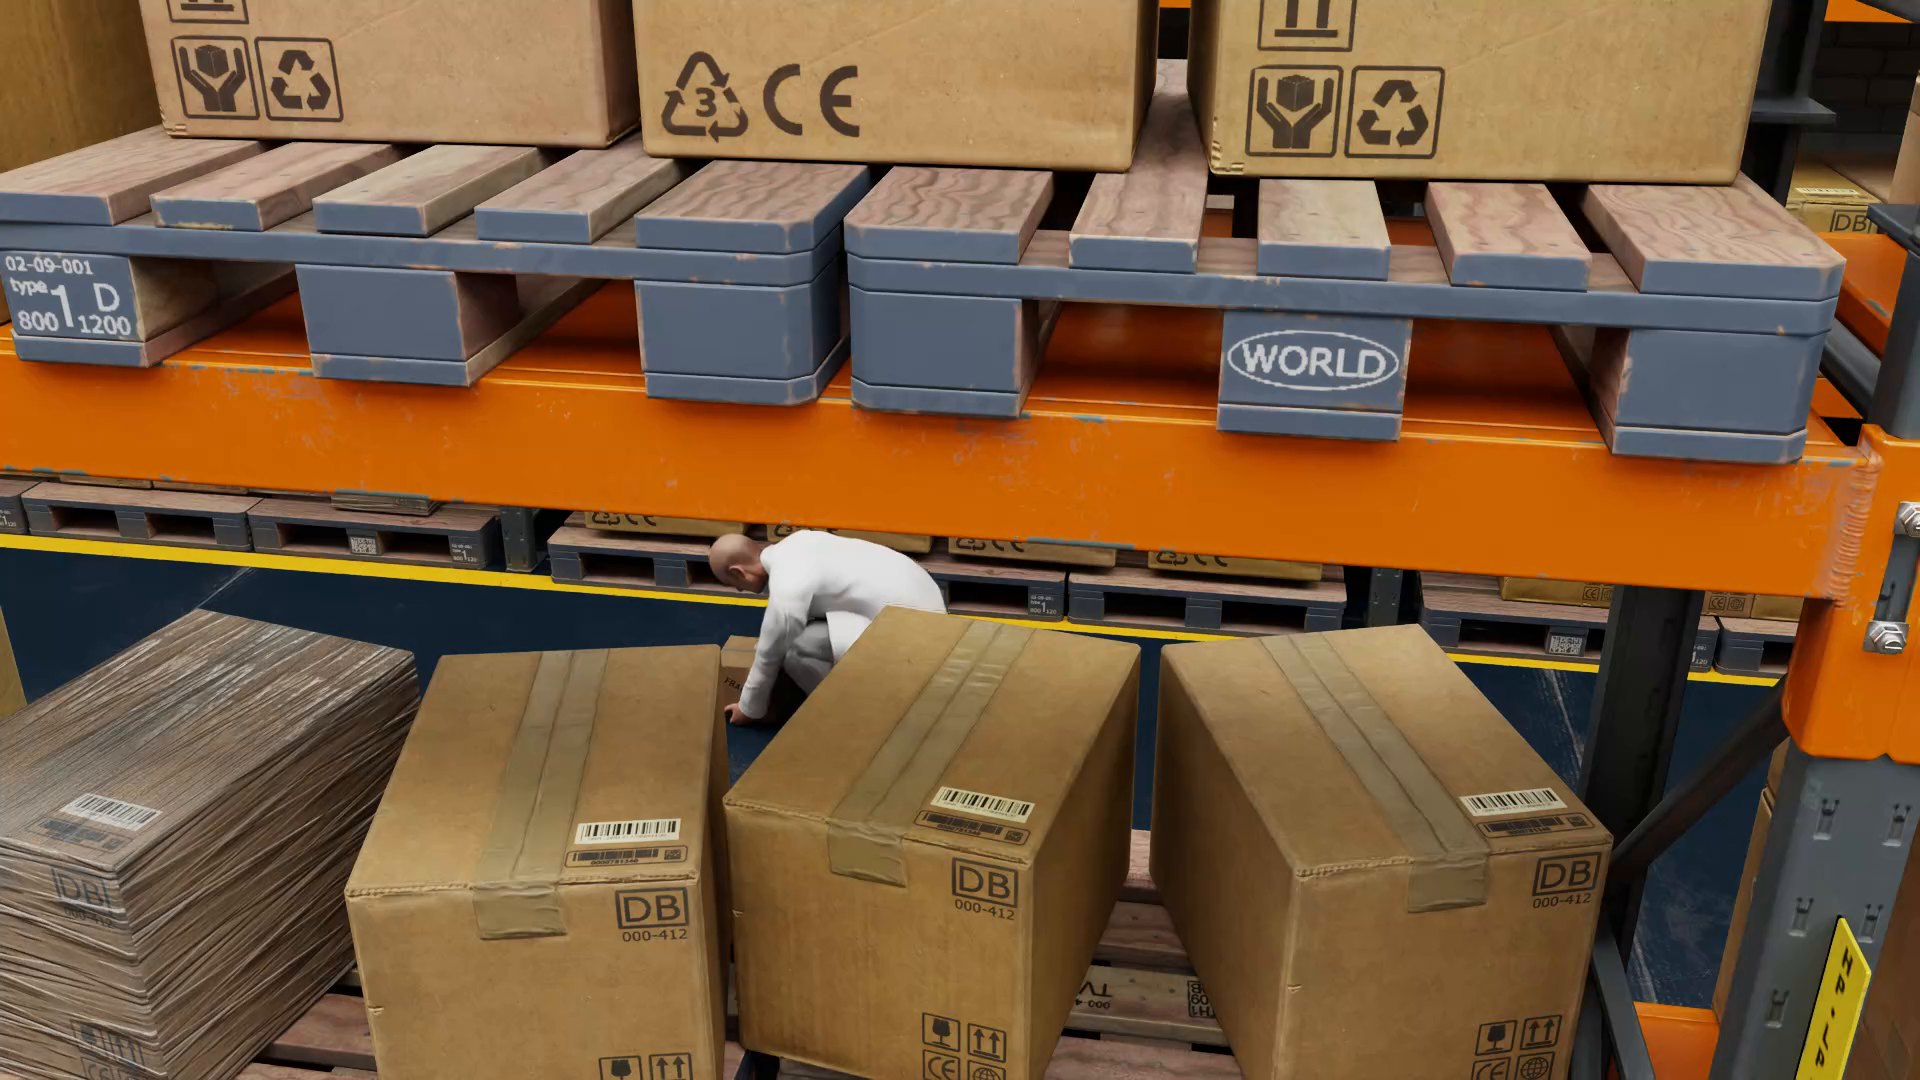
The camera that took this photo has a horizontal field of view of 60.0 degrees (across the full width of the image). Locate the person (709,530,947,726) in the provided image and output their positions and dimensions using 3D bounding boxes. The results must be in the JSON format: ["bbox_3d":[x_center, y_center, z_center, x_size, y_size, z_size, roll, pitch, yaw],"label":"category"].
[{"bbox_3d":[-0.510,0.379,6.557,0.919,0.830,0.572,3,25,8],"label":"person"}]
